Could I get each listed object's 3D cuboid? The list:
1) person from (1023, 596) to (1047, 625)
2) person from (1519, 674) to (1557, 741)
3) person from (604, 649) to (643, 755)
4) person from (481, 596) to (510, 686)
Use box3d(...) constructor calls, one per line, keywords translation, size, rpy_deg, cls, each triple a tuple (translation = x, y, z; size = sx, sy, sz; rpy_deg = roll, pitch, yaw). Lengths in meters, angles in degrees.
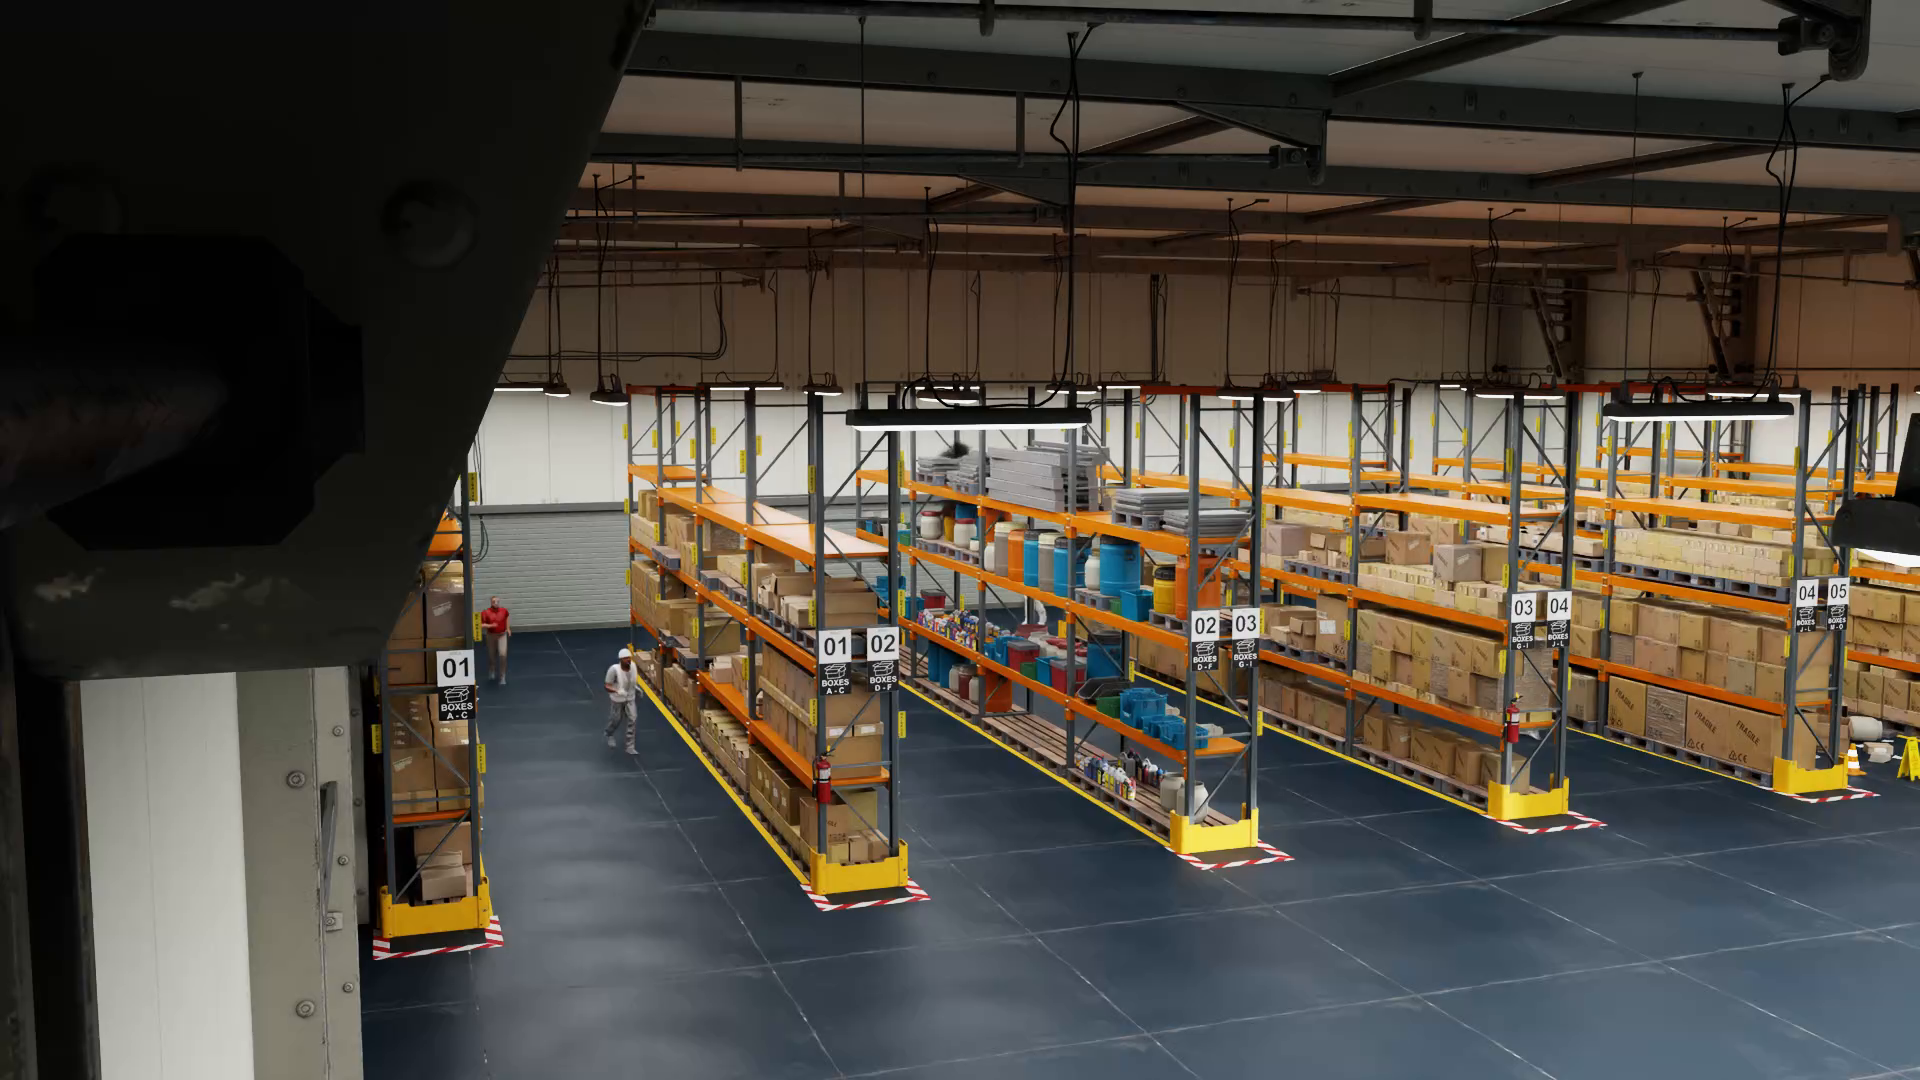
box3d(translation=(1.726, 1.435, 38.888), size=(0.775, 1.775, 0.780), rpy_deg=(-3, 6, -24), cls="person")
box3d(translation=(9.907, 2.669, 28.407), size=(0.753, 1.550, 0.571), rpy_deg=(3, 7, 31), cls="person")
box3d(translation=(-5.591, 2.632, 27.429), size=(0.695, 1.751, 0.948), rpy_deg=(-4, 7, -36), cls="person")
box3d(translation=(-9.359, 2.017, 33.500), size=(0.619, 1.792, 0.890), rpy_deg=(-2, 6, -21), cls="person")
